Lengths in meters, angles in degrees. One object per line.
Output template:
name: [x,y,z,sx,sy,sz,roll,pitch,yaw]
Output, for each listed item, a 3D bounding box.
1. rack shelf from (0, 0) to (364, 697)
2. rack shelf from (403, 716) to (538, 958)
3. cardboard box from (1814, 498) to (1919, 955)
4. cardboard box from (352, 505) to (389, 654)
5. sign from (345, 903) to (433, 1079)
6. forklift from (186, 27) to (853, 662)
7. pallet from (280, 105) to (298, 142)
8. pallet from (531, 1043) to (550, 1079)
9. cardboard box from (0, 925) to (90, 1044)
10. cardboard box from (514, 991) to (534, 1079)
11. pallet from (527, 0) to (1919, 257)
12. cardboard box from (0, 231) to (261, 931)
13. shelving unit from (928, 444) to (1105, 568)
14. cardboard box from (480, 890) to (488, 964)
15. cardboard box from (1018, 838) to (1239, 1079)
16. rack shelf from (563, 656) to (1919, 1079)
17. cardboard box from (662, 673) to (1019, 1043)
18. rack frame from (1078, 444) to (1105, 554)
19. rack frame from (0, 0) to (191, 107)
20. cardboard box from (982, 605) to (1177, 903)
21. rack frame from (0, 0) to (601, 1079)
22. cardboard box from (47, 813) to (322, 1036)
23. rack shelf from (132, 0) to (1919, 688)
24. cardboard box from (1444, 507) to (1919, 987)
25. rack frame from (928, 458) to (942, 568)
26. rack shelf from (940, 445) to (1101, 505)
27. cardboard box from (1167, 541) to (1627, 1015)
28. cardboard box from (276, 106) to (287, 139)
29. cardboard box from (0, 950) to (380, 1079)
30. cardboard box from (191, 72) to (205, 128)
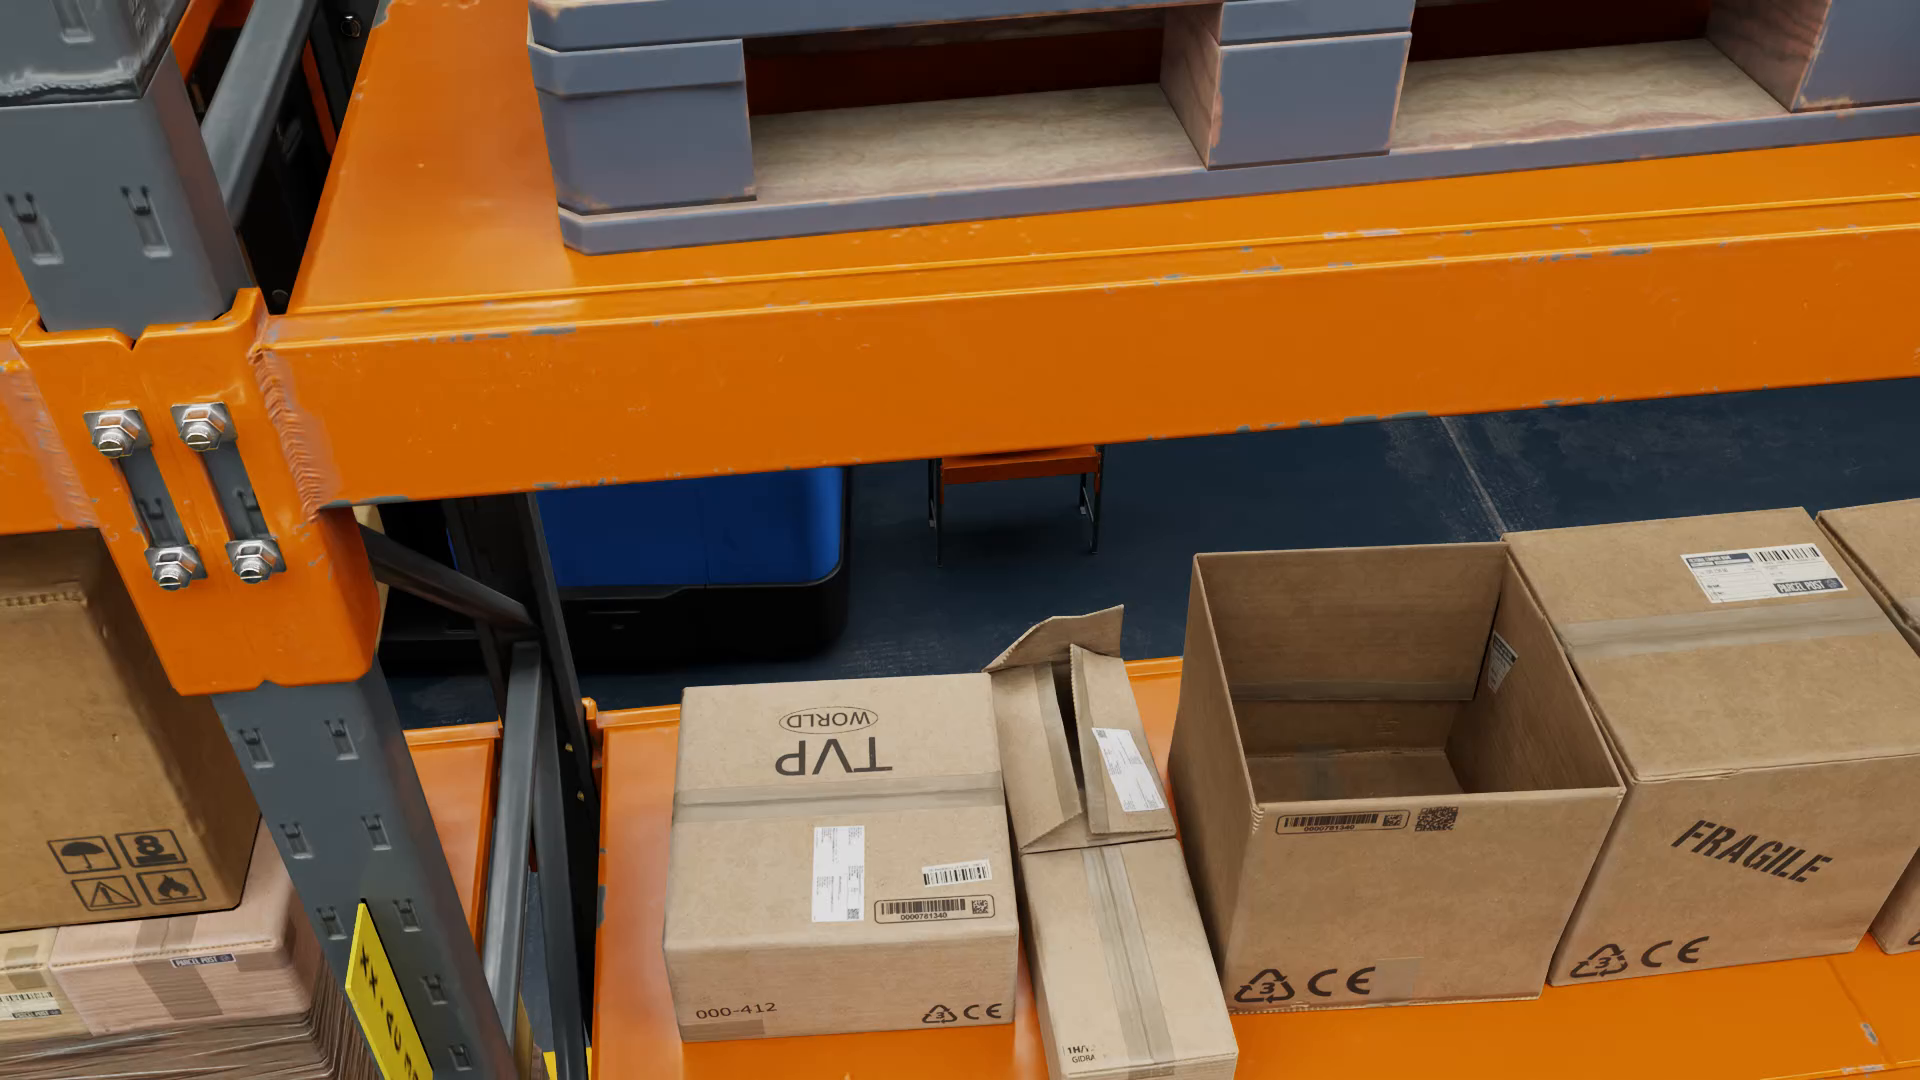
rack shelf: [-2.648,-0.175,1.503,4.000,0.370,1.077,-5,42,-6]
rack shelf: [-2.648,0.938,2.507,4.000,0.370,1.077,-5,42,-6]
cardboard box: [1.640,0.270,2.637,0.500,0.500,0.500,-7,43,-8]
cardboard box: [-0.957,0.114,2.325,0.250,0.149,0.380,-5,42,-6]
sign: [-0.592,0.515,1.734,0.005,0.325,0.100,-5,42,-6]
forklift: [-1.857,-1.057,4.234,3.031,2.935,1.130,-1,42,-1]
pallet: [-3.185,-1.567,6.829,1.213,0.211,1.003,-5,42,-6]
pallet: [-1.459,1.574,3.347,1.213,0.211,1.003,-5,42,-6]
cardboard box: [-1.152,0.406,2.002,0.250,0.149,0.380,-6,42,-6]
cardboard box: [-1.164,1.202,3.418,0.500,0.250,0.500,-5,42,-6]
pallet: [0.208,-0.630,1.613,1.217,0.209,0.805,-7,42,-7]
cardboard box: [-1.104,0.021,1.943,0.500,0.500,0.700,-5,42,-5]
shelving unit: [0.164,-0.460,4.864,0.503,1.200,0.258,-5,42,-6]
cardboard box: [-1.165,0.916,3.174,0.500,0.500,0.500,-5,42,-6]
cardboard box: [0.240,0.650,2.478,0.250,0.149,0.380,-5,42,-6]
rack shelf: [1.318,0.591,2.892,4.000,0.370,1.077,-5,42,-6]
cardboard box: [-0.183,0.481,2.589,0.500,0.250,0.500,-3,42,-3]
rack frame: [0.406,-0.481,4.888,0.015,1.200,0.240,-5,42,-6]
rack frame: [-0.665,-1.730,0.450,0.127,3.000,1.000,-5,42,-6]
cardboard box: [0.183,0.349,2.724,0.258,0.266,0.396,-6,42,-7]
rack frame: [-0.665,0.498,2.459,0.127,3.000,1.000,-5,42,-6]
cardboard box: [-0.907,0.385,2.024,0.250,0.149,0.380,-5,42,-6]
rack shelf: [1.318,-0.523,1.888,4.000,0.370,1.077,-5,42,-6]
cardboard box: [1.118,0.315,2.586,0.500,0.500,0.500,-5,42,-5]
rack frame: [-0.078,-0.439,4.841,0.015,1.200,0.240,-5,42,-6]
rack shelf: [0.164,-0.263,5.042,0.480,0.148,0.258,-5,42,-6]
cardboard box: [0.621,0.359,2.538,0.500,0.500,0.500,-2,42,-2]
cardboard box: [-2.900,-1.771,6.774,0.250,0.149,0.380,-8,43,-9]
cardboard box: [-1.104,0.503,2.378,0.500,0.500,0.700,-6,42,-7]
cardboard box: [-3.280,-1.760,6.500,0.500,0.500,0.700,-7,43,-8]
